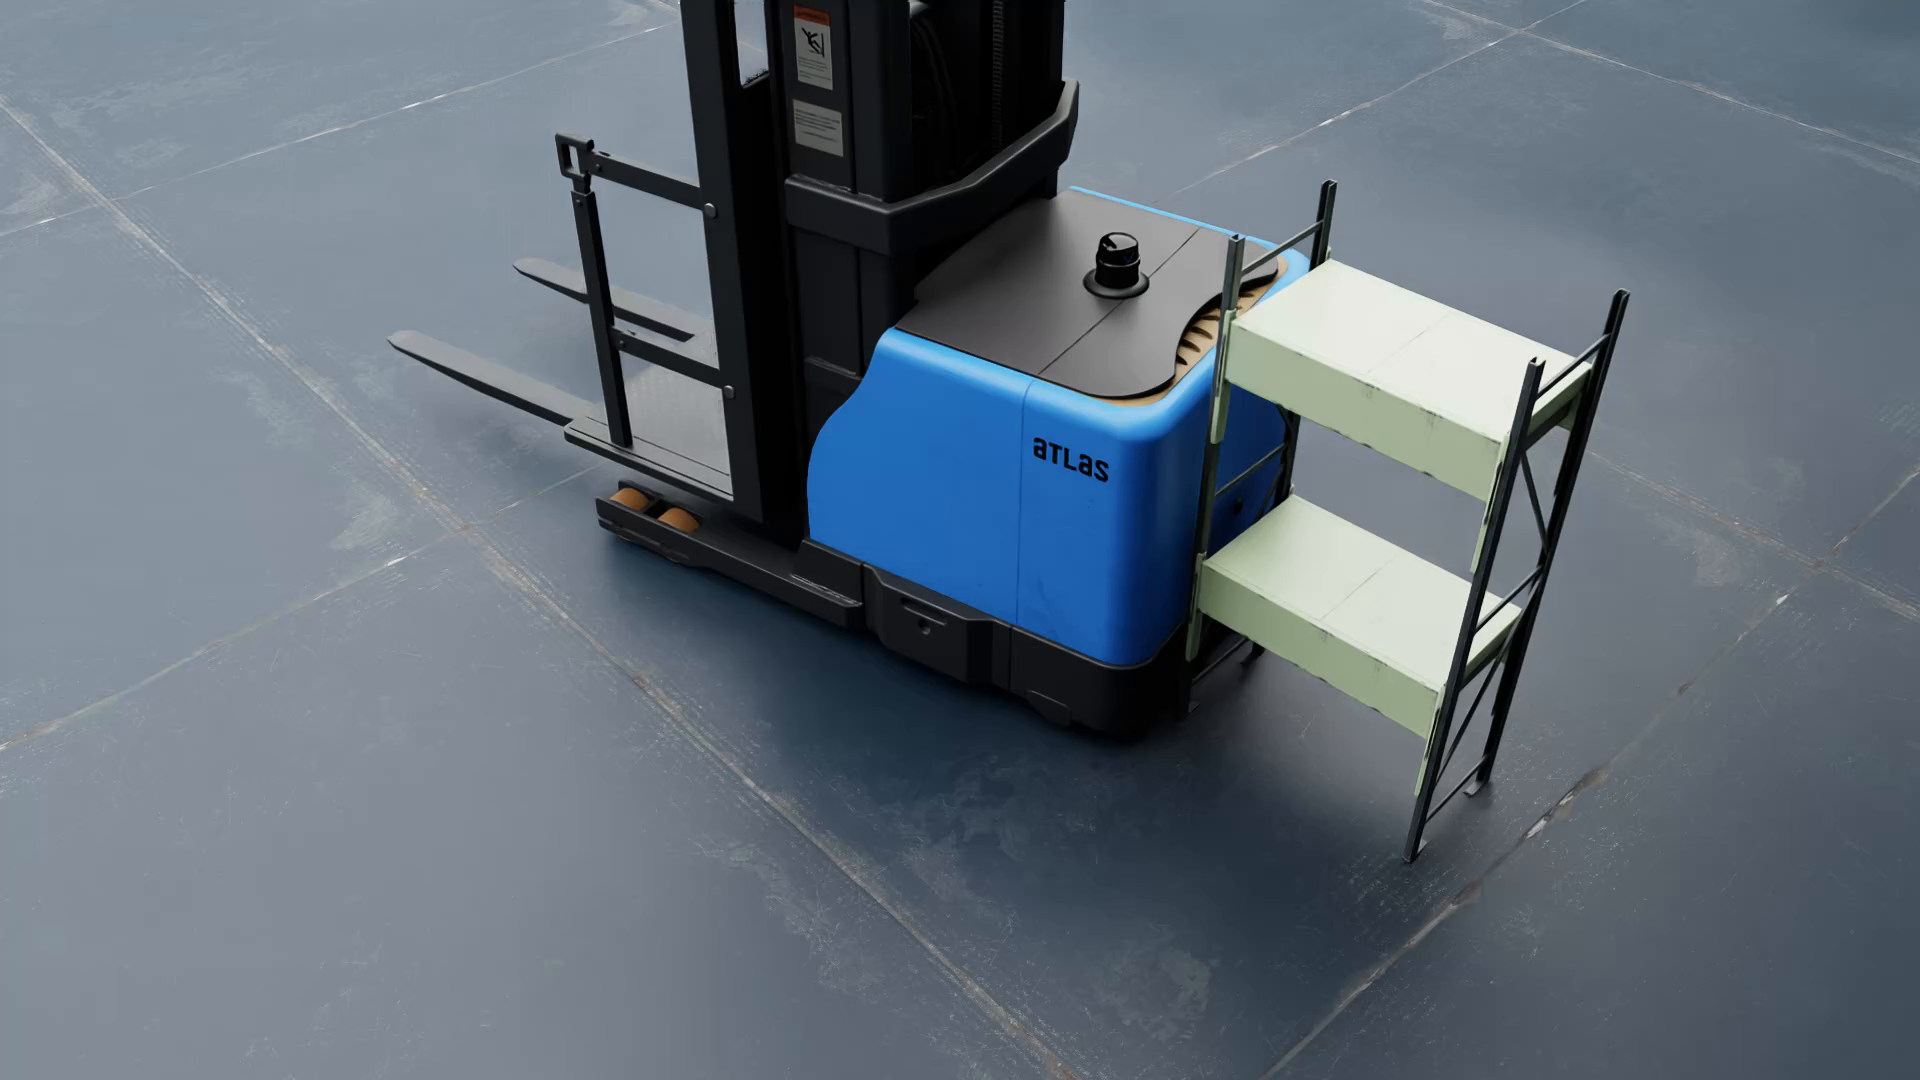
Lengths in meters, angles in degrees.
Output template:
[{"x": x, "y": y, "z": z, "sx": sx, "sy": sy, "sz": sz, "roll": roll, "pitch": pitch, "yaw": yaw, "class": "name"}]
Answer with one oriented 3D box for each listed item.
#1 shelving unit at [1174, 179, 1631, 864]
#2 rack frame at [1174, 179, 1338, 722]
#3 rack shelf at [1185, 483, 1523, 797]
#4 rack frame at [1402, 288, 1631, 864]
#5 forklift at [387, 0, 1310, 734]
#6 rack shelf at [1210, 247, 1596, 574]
[{"x": 1.007, "y": -0.014, "z": 4.074, "sx": 0.755, "sy": 1.500, "sz": 0.431, "roll": 31, "pitch": 48, "yaw": 32, "class": "shelving unit"}, {"x": 0.742, "y": -0.172, "z": 4.270, "sx": 0.023, "sy": 1.500, "sz": 0.400, "roll": 31, "pitch": 48, "yaw": 32, "class": "rack frame"}, {"x": 1.007, "y": 0.240, "z": 4.278, "sx": 0.720, "sy": 0.370, "sz": 0.431, "roll": 31, "pitch": 48, "yaw": 32, "class": "rack shelf"}, {"x": 1.272, "y": 0.145, "z": 3.877, "sx": 0.023, "sy": 1.500, "sz": 0.400, "roll": 31, "pitch": 48, "yaw": 32, "class": "rack frame"}, {"x": -0.534, "y": -1.326, "z": 4.559, "sx": 3.031, "sy": 2.935, "sz": 1.130, "roll": 22, "pitch": 44, "yaw": 25, "class": "forklift"}, {"x": 1.007, "y": -0.317, "z": 3.828, "sx": 0.720, "sy": 0.370, "sz": 0.431, "roll": 31, "pitch": 48, "yaw": 32, "class": "rack shelf"}]
